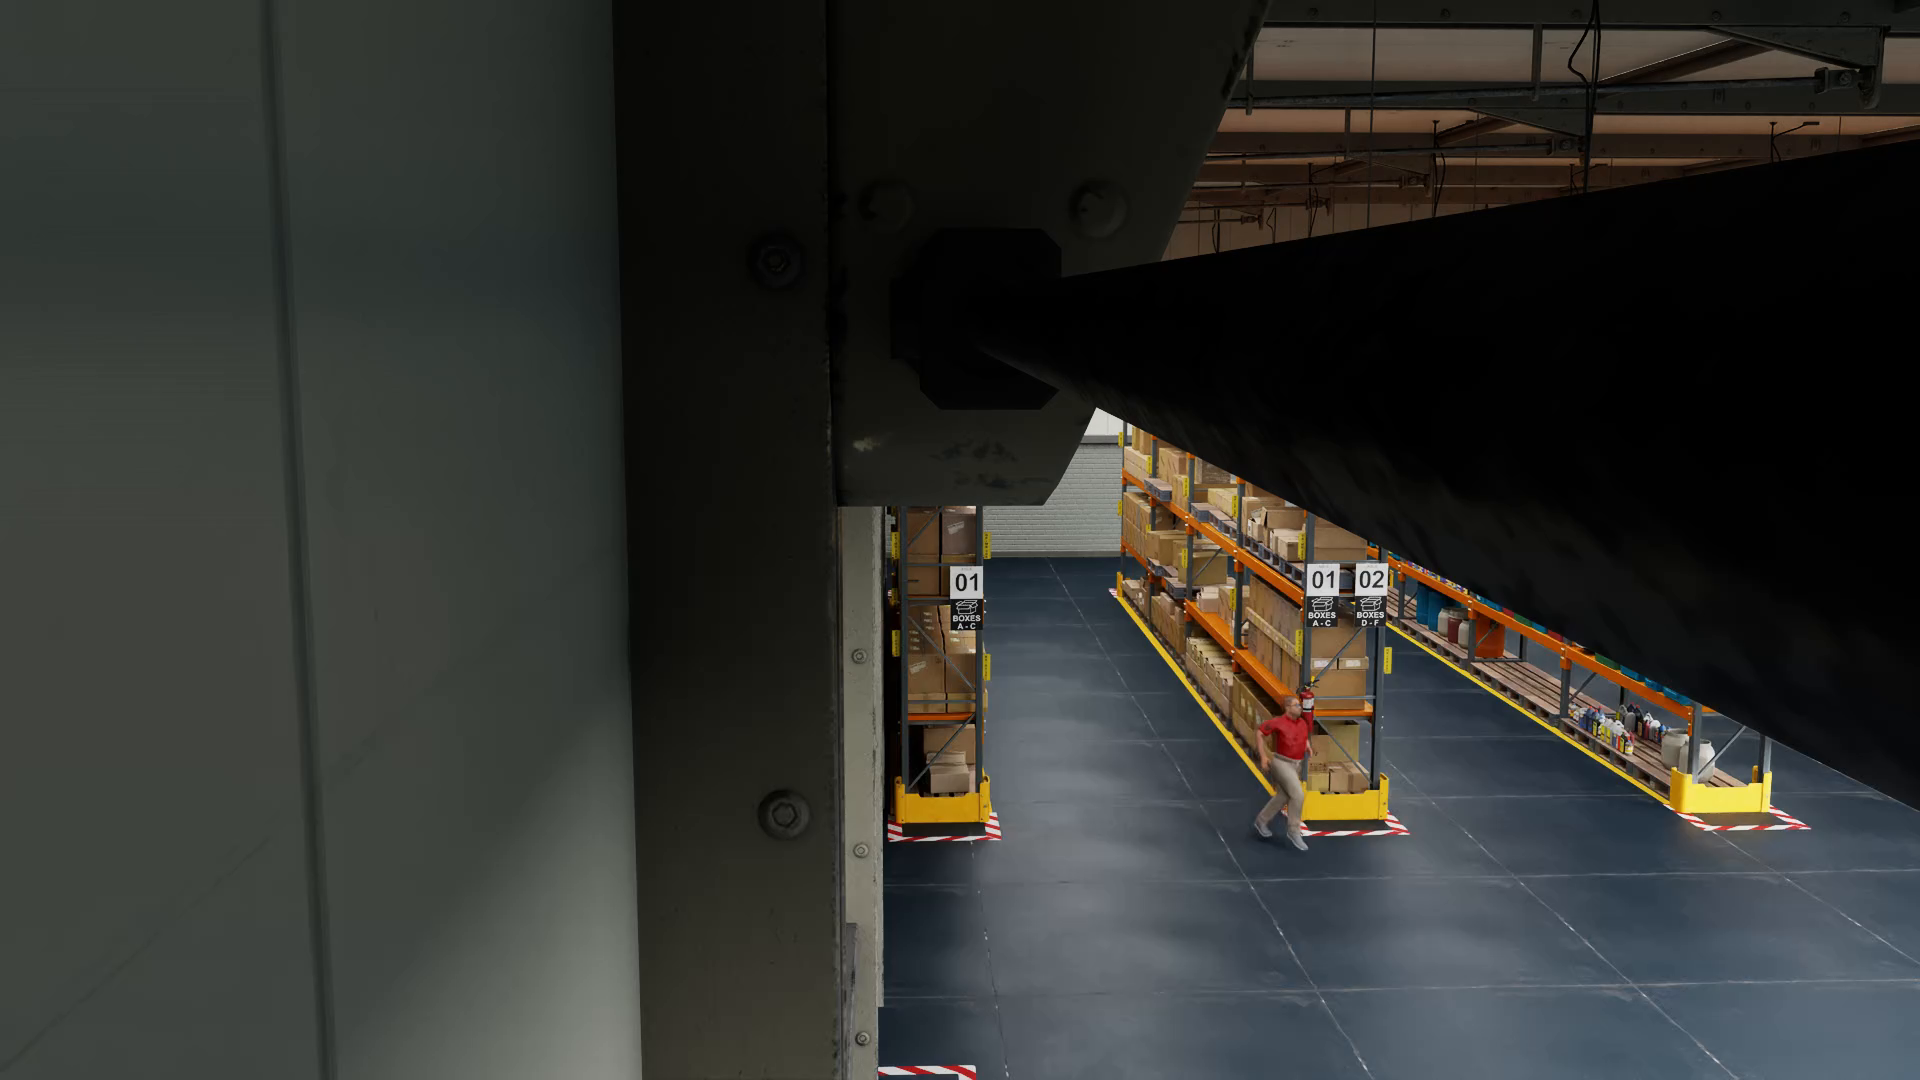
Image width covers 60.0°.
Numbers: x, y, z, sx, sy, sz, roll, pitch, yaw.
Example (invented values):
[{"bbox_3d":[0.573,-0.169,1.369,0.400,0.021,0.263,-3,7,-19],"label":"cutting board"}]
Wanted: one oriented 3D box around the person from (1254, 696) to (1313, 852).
[{"bbox_3d":[3.922,2.726,19.737,0.663,1.729,0.813,-8,11,-44],"label":"person"}]
